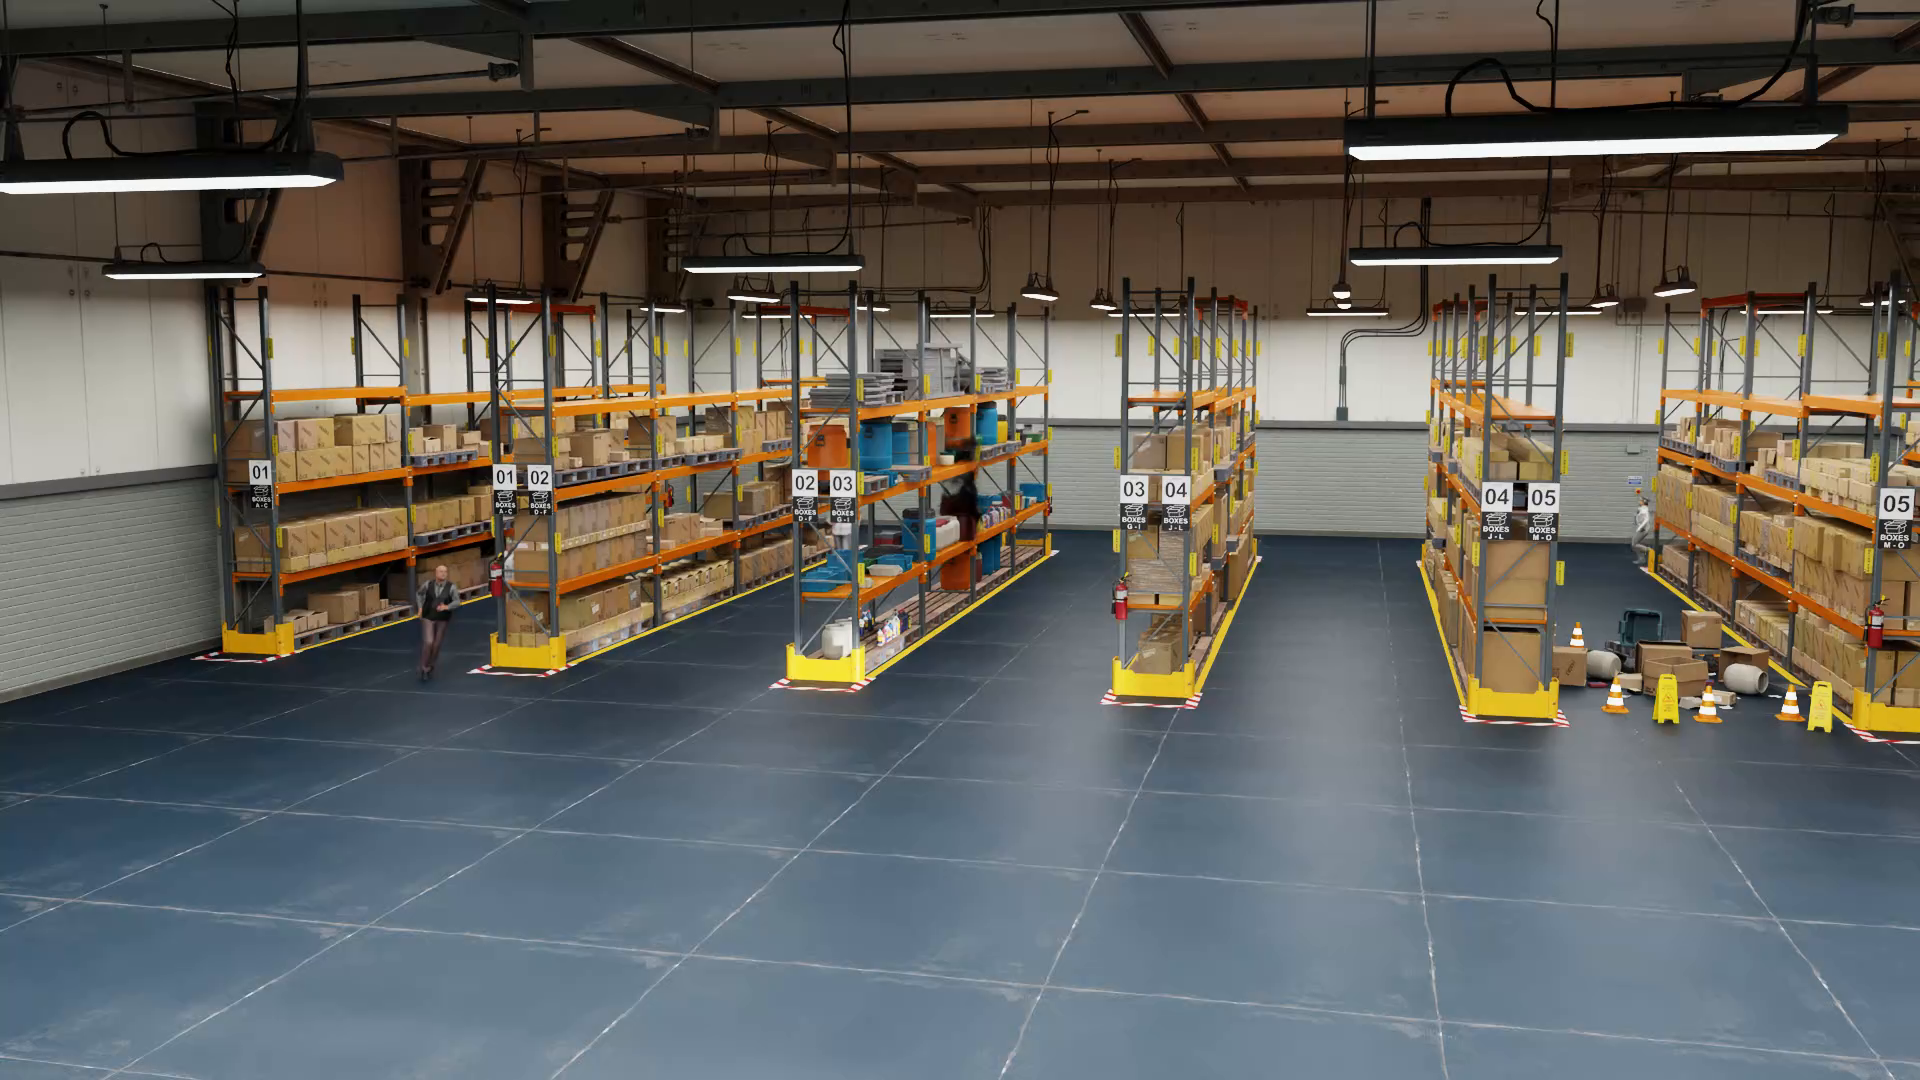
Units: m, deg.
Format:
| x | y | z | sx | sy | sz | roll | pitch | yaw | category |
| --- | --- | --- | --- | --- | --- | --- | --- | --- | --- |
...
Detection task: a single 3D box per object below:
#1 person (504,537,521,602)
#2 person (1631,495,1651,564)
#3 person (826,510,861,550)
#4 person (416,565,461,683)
| x | y | z | sx | sy | sz | roll | pitch | yaw | category |
| --- | --- | --- | --- | --- | --- | --- | --- | --- | --- |
| -8.001 | 0.776 | 29.653 | 0.625 | 1.681 | 0.720 | 1 | 7 | 6 | person |
| 15.859 | -0.236 | 38.633 | 0.488 | 1.645 | 0.622 | 3 | 7 | 25 | person |
| -2.418 | -0.073 | 34.218 | 0.673 | 1.891 | 0.739 | 1 | 7 | 9 | person |
| -7.963 | 1.256 | 25.397 | 0.641 | 1.754 | 0.718 | -3 | 7 | -23 | person |
